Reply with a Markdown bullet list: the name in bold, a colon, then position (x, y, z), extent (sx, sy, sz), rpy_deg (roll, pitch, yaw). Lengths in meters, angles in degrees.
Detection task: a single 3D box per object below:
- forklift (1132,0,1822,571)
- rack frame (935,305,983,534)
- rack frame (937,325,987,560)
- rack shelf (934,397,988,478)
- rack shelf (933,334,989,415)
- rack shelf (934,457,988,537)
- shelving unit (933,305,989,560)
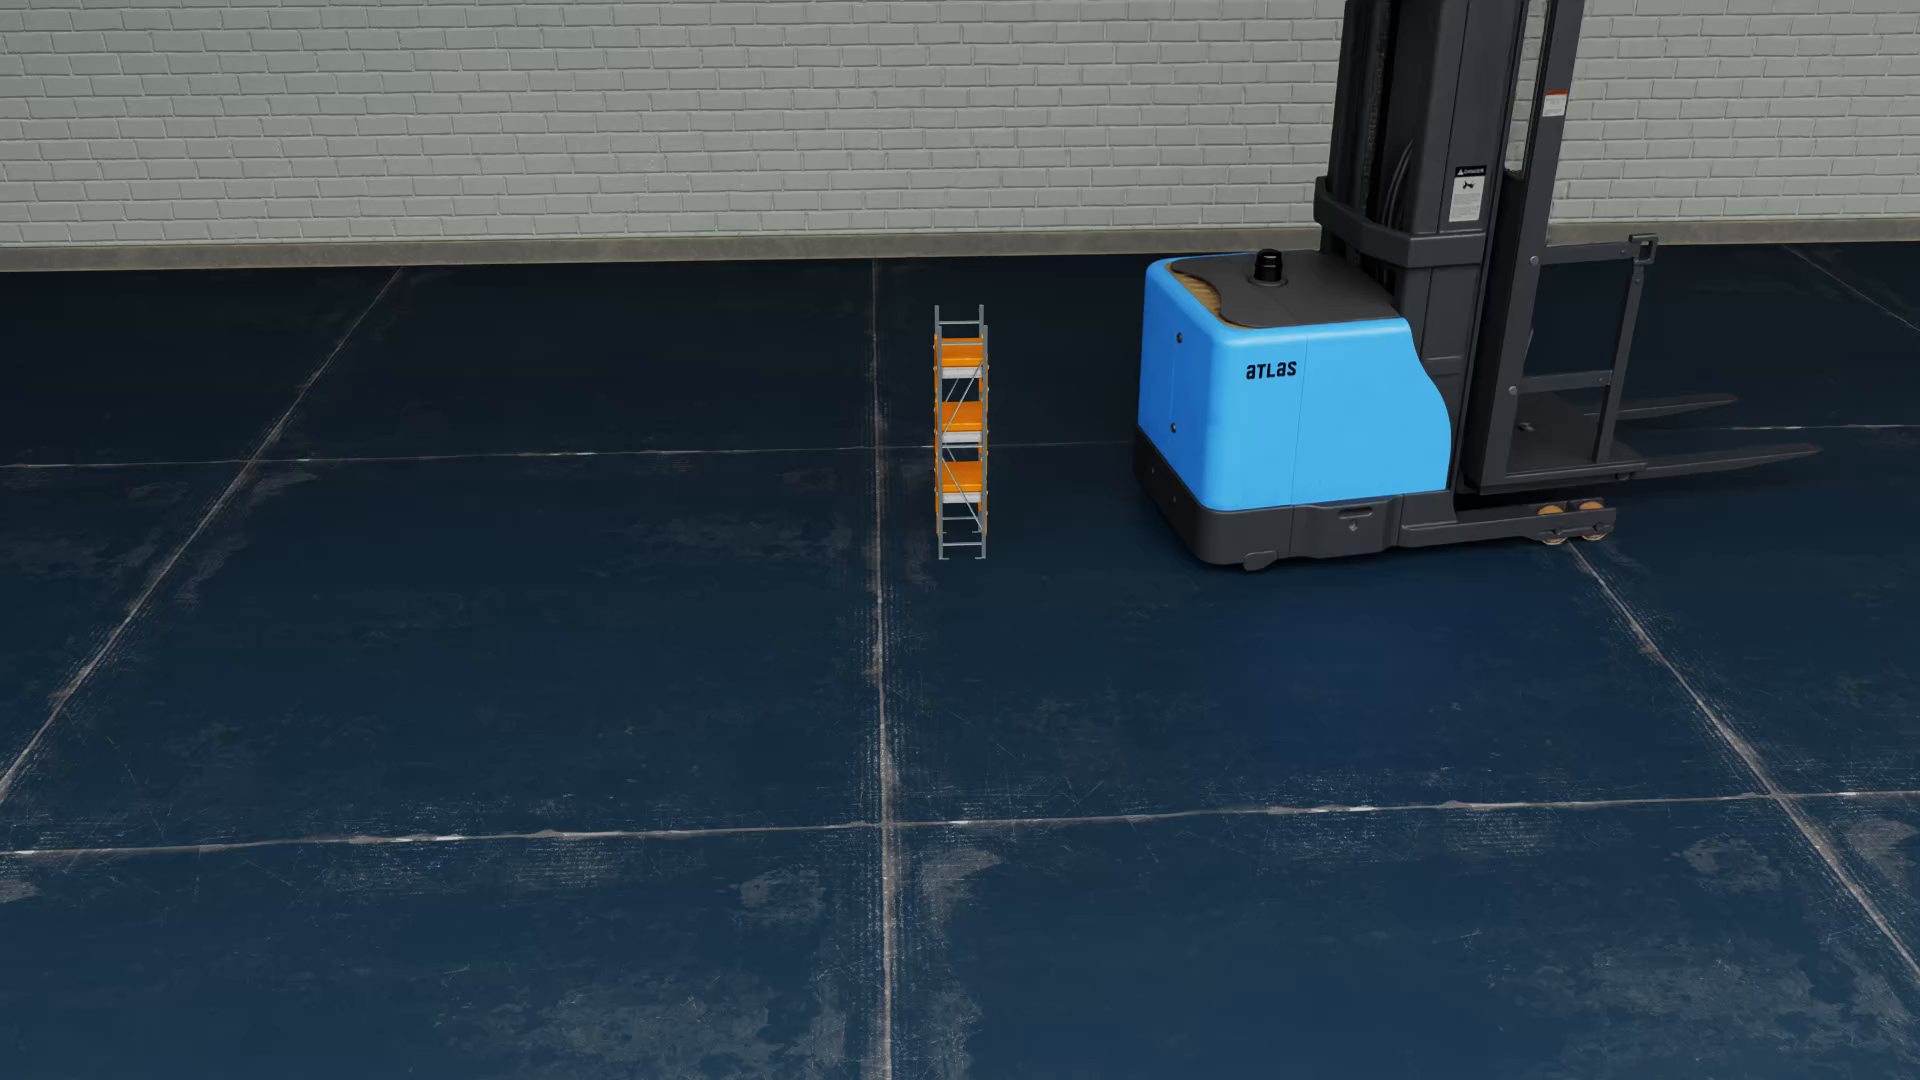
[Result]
- **forklift**: position (2.370, -1.511, 6.977), extent (3.031, 2.935, 1.130), rpy_deg (-6, 28, -11)
- **rack frame**: position (-0.004, -0.497, 7.068), extent (0.200, 1.050, 0.008), rpy_deg (-1, 28, -3)
- **rack frame**: position (0.009, -0.384, 6.852), extent (0.200, 1.050, 0.008), rpy_deg (-1, 28, -3)
- **rack shelf**: position (0.003, -0.431, 6.965), extent (0.215, 0.259, 0.240), rpy_deg (-1, 28, -3)
- **rack shelf**: position (0.003, -0.683, 6.834), extent (0.215, 0.259, 0.240), rpy_deg (-1, 28, -3)
- **rack shelf**: position (0.003, -0.185, 7.093), extent (0.215, 0.259, 0.240), rpy_deg (-1, 28, -3)
- **shelving unit**: position (0.003, -0.441, 6.960), extent (0.215, 1.050, 0.252), rpy_deg (-1, 28, -3)
